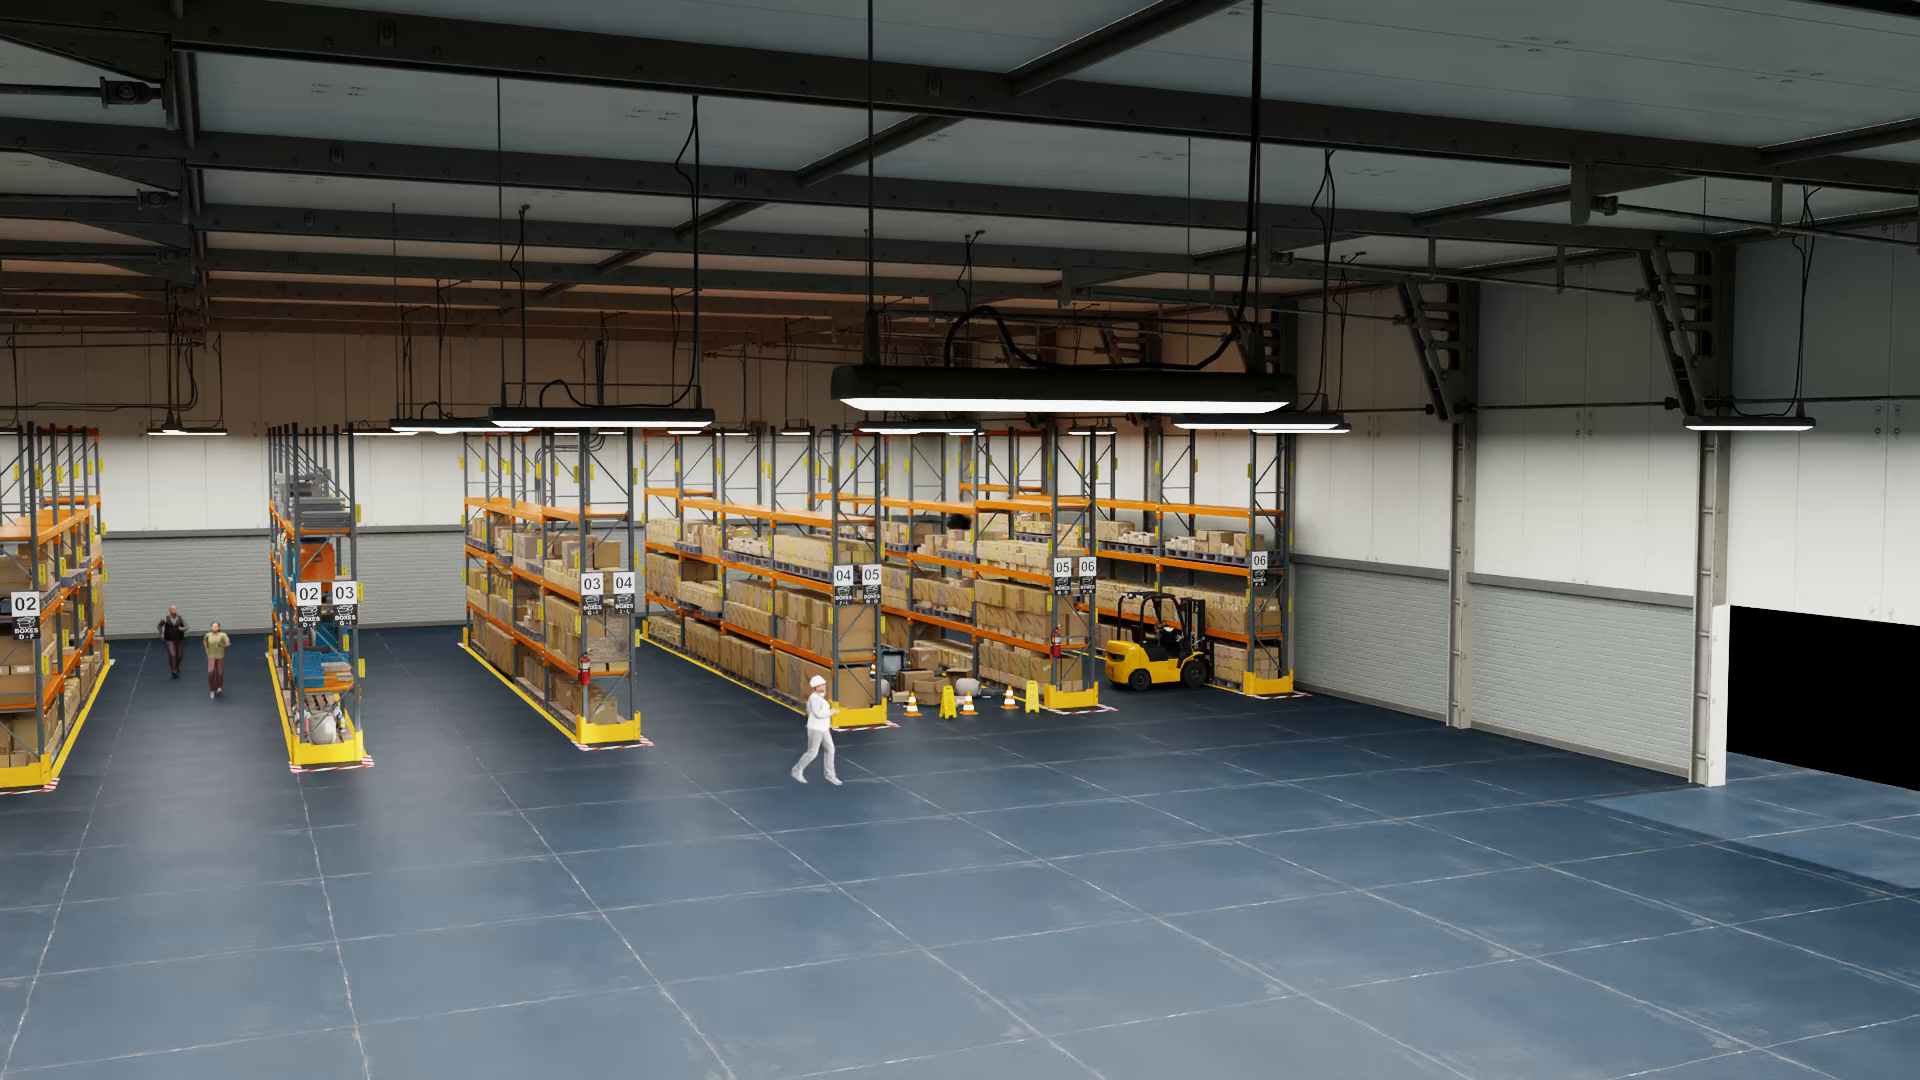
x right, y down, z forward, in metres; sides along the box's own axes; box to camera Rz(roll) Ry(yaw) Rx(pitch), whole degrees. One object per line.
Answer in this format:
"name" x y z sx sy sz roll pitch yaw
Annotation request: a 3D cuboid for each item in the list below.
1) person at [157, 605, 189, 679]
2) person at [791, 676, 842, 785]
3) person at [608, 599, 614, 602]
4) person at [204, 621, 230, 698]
"person" -18.772 2.414 39.729 0.657 1.704 0.971 -3 4 -37
"person" -2.373 3.149 27.419 0.829 1.828 0.657 0 4 8
"person" -9.234 2.098 44.941 0.676 1.751 0.886 -1 4 -19
"person" -16.514 2.645 36.978 0.556 1.708 0.787 -1 4 -22
